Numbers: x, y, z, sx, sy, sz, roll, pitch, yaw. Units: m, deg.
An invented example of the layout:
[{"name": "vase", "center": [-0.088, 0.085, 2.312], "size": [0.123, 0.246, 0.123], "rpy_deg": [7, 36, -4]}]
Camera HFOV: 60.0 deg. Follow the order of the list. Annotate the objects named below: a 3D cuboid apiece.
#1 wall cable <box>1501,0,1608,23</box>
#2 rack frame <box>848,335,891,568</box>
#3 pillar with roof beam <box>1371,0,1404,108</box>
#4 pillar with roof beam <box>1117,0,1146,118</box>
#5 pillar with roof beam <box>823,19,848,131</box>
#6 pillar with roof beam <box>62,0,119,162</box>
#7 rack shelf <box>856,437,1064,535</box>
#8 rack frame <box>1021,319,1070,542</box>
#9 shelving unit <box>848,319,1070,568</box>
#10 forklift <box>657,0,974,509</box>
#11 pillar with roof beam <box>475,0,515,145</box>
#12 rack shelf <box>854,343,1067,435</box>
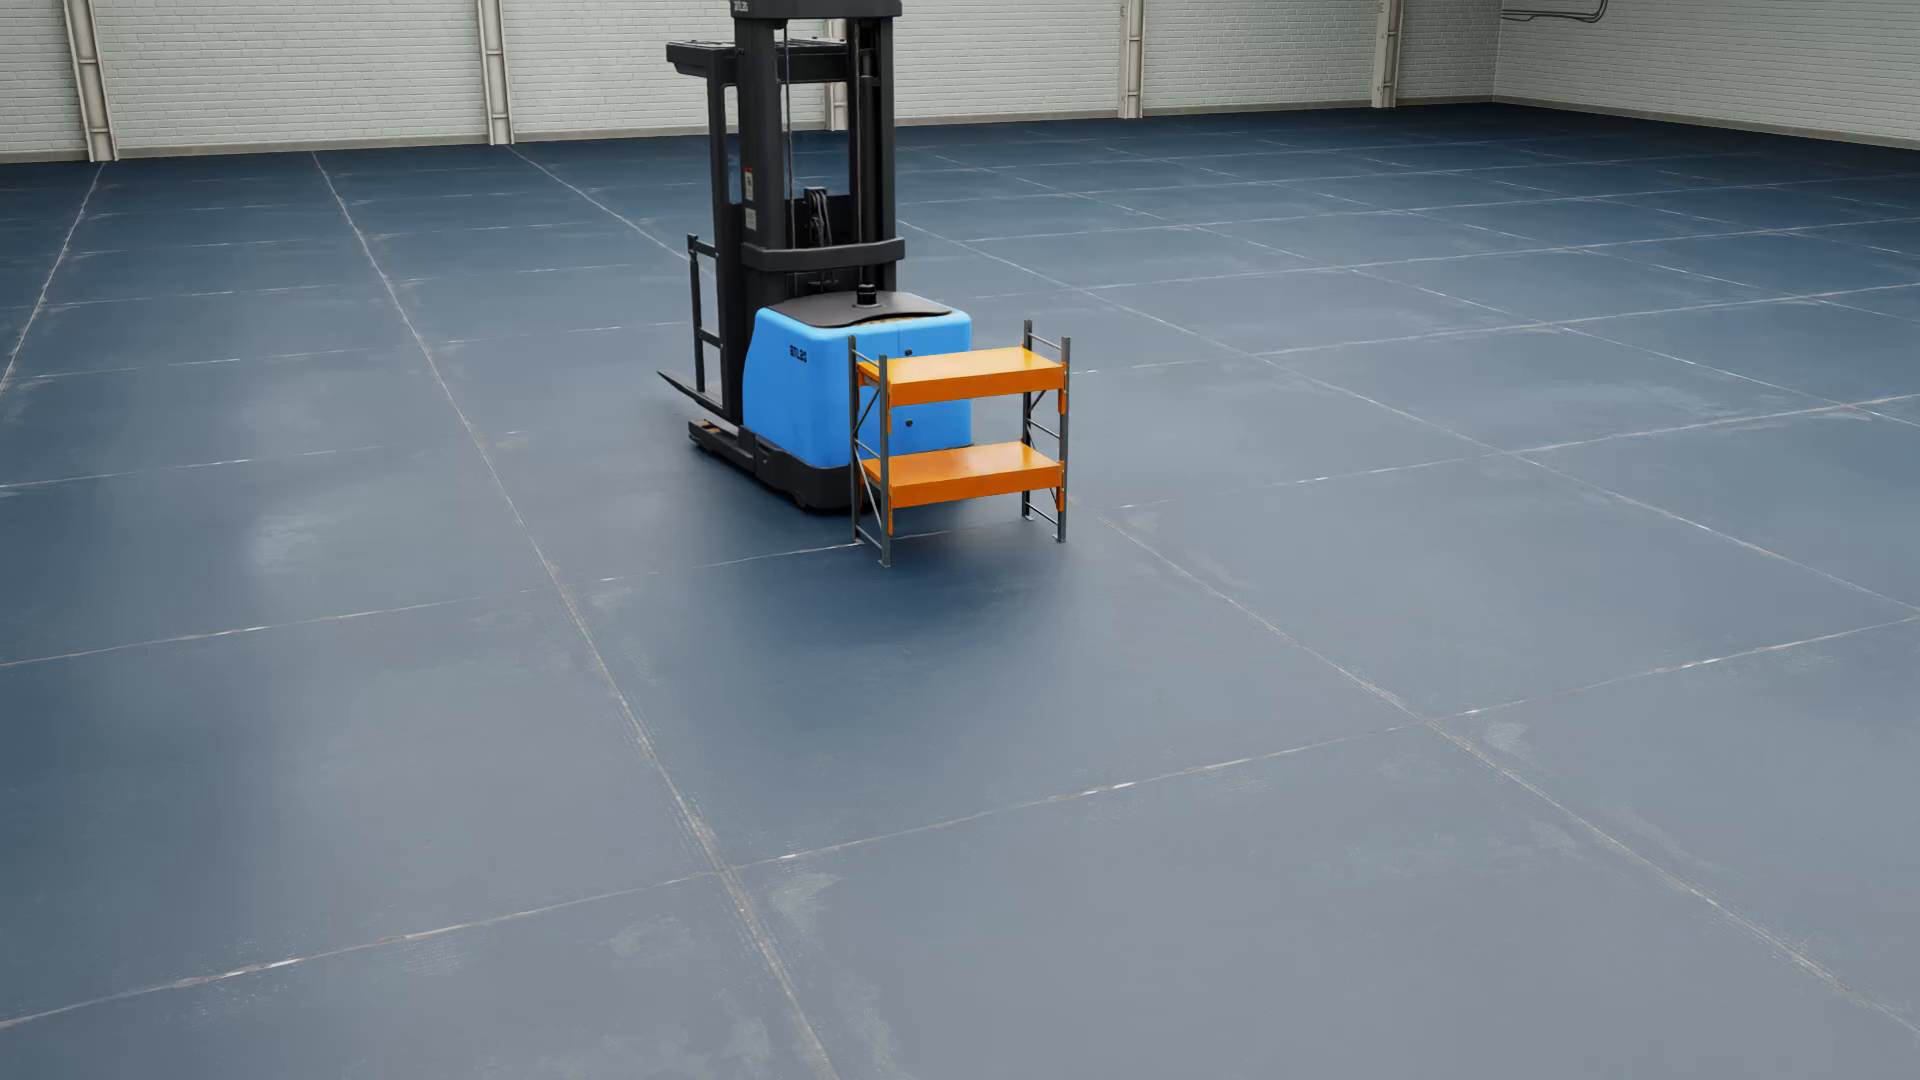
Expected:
[{"name": "wall cable", "center": [12.046, -11.794, 33.645], "size": [0.112, 2.526, 3.097], "rpy_deg": [-8, 21, -22]}, {"name": "rack frame", "center": [-0.473, -0.463, 8.643], "size": [0.032, 1.125, 0.500], "rpy_deg": [-8, 21, -22]}, {"name": "pillar with roof beam", "center": [10.523, -11.962, 29.445], "size": [0.400, 9.000, 9.100], "rpy_deg": [-8, 21, -22]}, {"name": "pillar with roof beam", "center": [5.014, -11.173, 27.204], "size": [0.400, 9.000, 9.100], "rpy_deg": [-8, 21, -22]}, {"name": "pillar with roof beam", "center": [-0.496, -10.383, 24.962], "size": [0.400, 9.000, 9.100], "rpy_deg": [-8, 21, -22]}, {"name": "pillar with roof beam", "center": [-11.514, -8.805, 20.478], "size": [0.400, 9.000, 9.100], "rpy_deg": [-8, 21, -22]}, {"name": "rack shelf", "center": [-0.006, -0.299, 8.914], "size": [1.000, 0.278, 0.538], "rpy_deg": [-8, 21, -22]}, {"name": "rack frame", "center": [0.461, -0.597, 9.023], "size": [0.032, 1.125, 0.500], "rpy_deg": [-8, 21, -22]}, {"name": "shelving unit", "center": [-0.006, -0.530, 8.833], "size": [1.048, 1.125, 0.538], "rpy_deg": [-8, 21, -22]}, {"name": "forklift", "center": [-1.094, -1.996, 10.278], "size": [1.130, 2.935, 3.031], "rpy_deg": [-11, 22, -28]}, {"name": "pillar with roof beam", "center": [-6.005, -9.594, 22.720], "size": [0.400, 9.000, 9.100], "rpy_deg": [-8, 21, -22]}, {"name": "rack shelf", "center": [-0.006, -0.806, 8.735], "size": [1.000, 0.278, 0.538], "rpy_deg": [-8, 21, -22]}]
